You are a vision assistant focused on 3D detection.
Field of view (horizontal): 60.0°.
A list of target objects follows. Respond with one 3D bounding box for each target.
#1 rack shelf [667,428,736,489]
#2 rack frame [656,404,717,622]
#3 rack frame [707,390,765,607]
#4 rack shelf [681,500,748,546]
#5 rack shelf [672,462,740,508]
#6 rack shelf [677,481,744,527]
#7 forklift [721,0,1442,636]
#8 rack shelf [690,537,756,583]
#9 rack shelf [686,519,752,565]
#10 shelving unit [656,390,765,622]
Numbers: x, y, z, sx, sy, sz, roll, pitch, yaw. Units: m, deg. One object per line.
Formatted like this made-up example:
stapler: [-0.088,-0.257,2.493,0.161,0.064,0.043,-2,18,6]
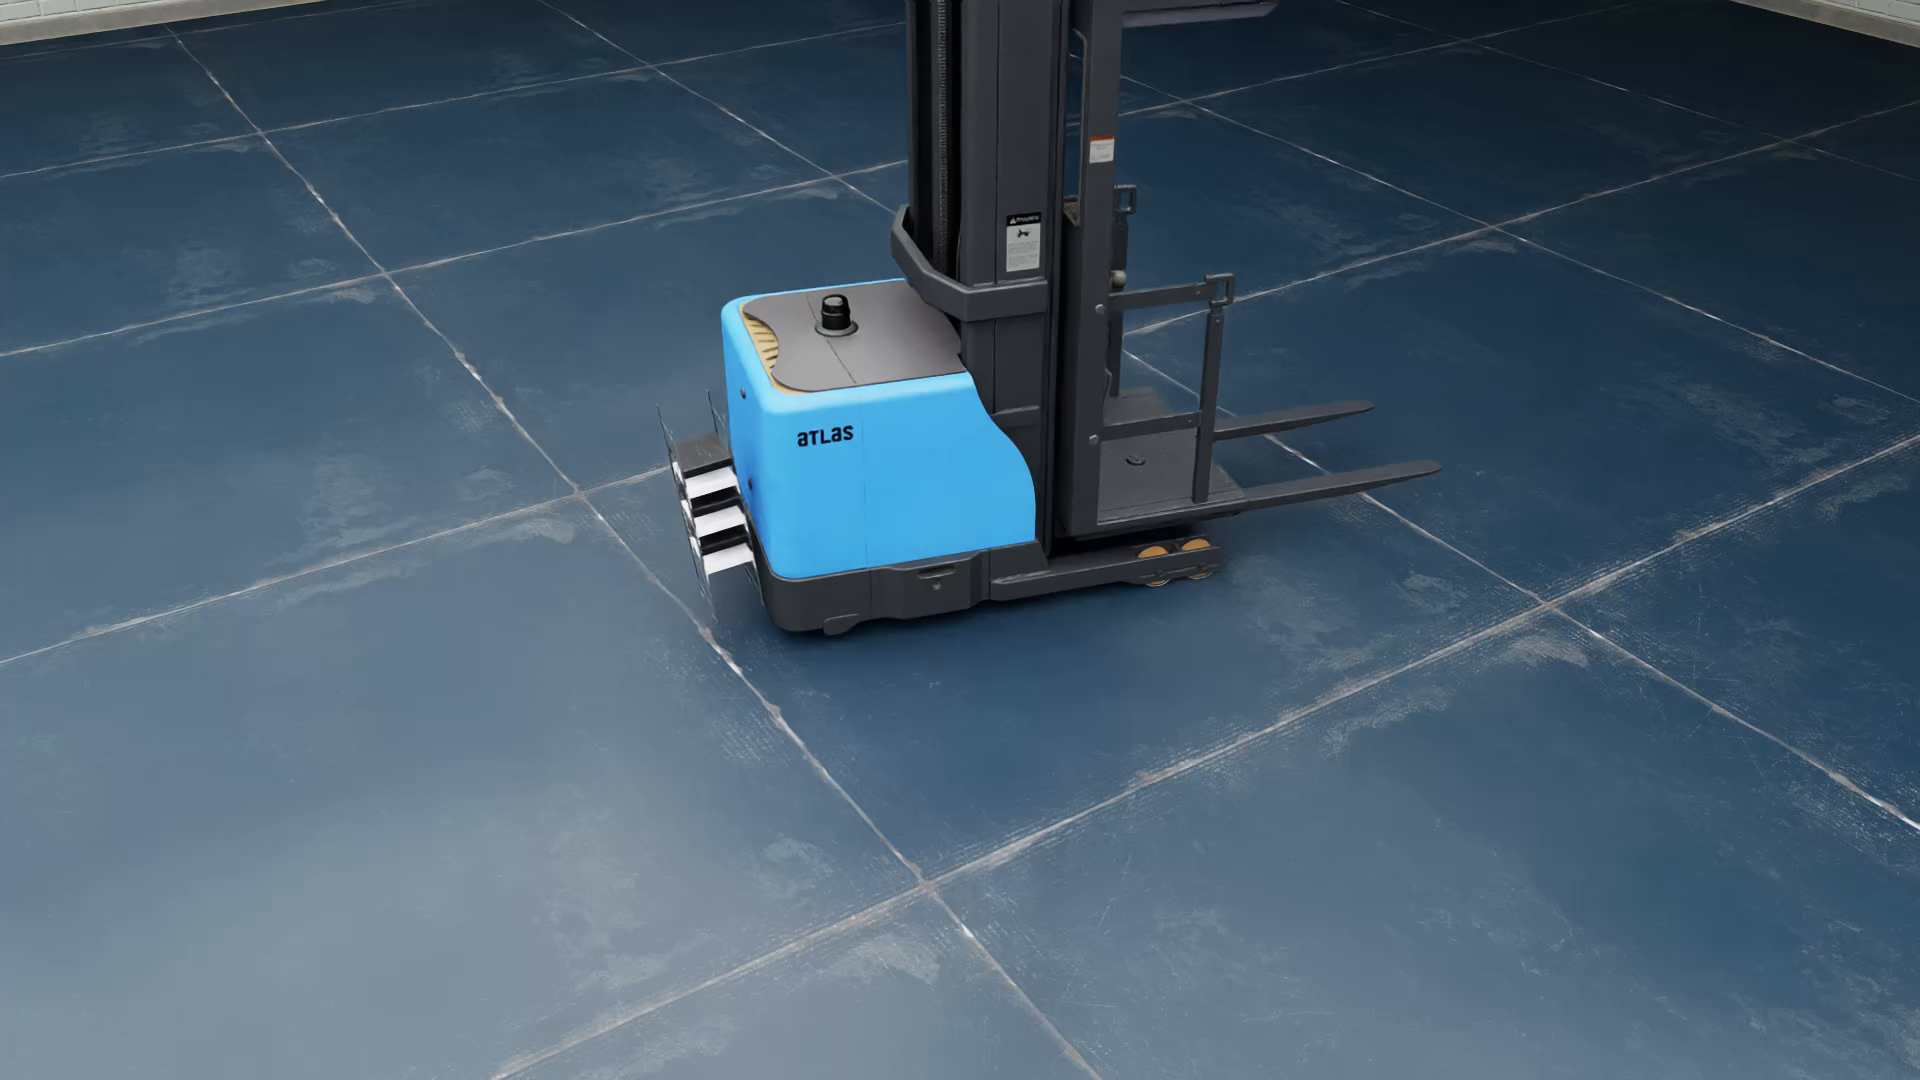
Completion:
rack shelf: [-1.006,-0.318,6.453,0.200,0.077,0.258,-18,36,-16]
rack frame: [-1.075,-0.094,6.559,0.006,0.900,0.240,-18,36,-16]
rack frame: [-0.889,-0.155,6.614,0.006,0.900,0.240,-18,36,-16]
rack shelf: [-0.979,-0.097,6.606,0.200,0.077,0.258,-18,36,-16]
rack shelf: [-0.997,-0.245,6.504,0.200,0.077,0.258,-18,36,-16]
rack shelf: [-0.988,-0.171,6.555,0.200,0.077,0.258,-18,36,-16]
forklift: [0.586,-1.305,6.571,3.031,2.935,1.130,-9,33,-14]
rack shelf: [-0.960,0.050,6.707,0.200,0.077,0.258,-18,36,-16]
rack shelf: [-0.969,-0.024,6.657,0.200,0.077,0.258,-18,36,-16]
shelving unit: [-0.982,-0.125,6.587,0.210,0.900,0.258,-18,36,-16]
